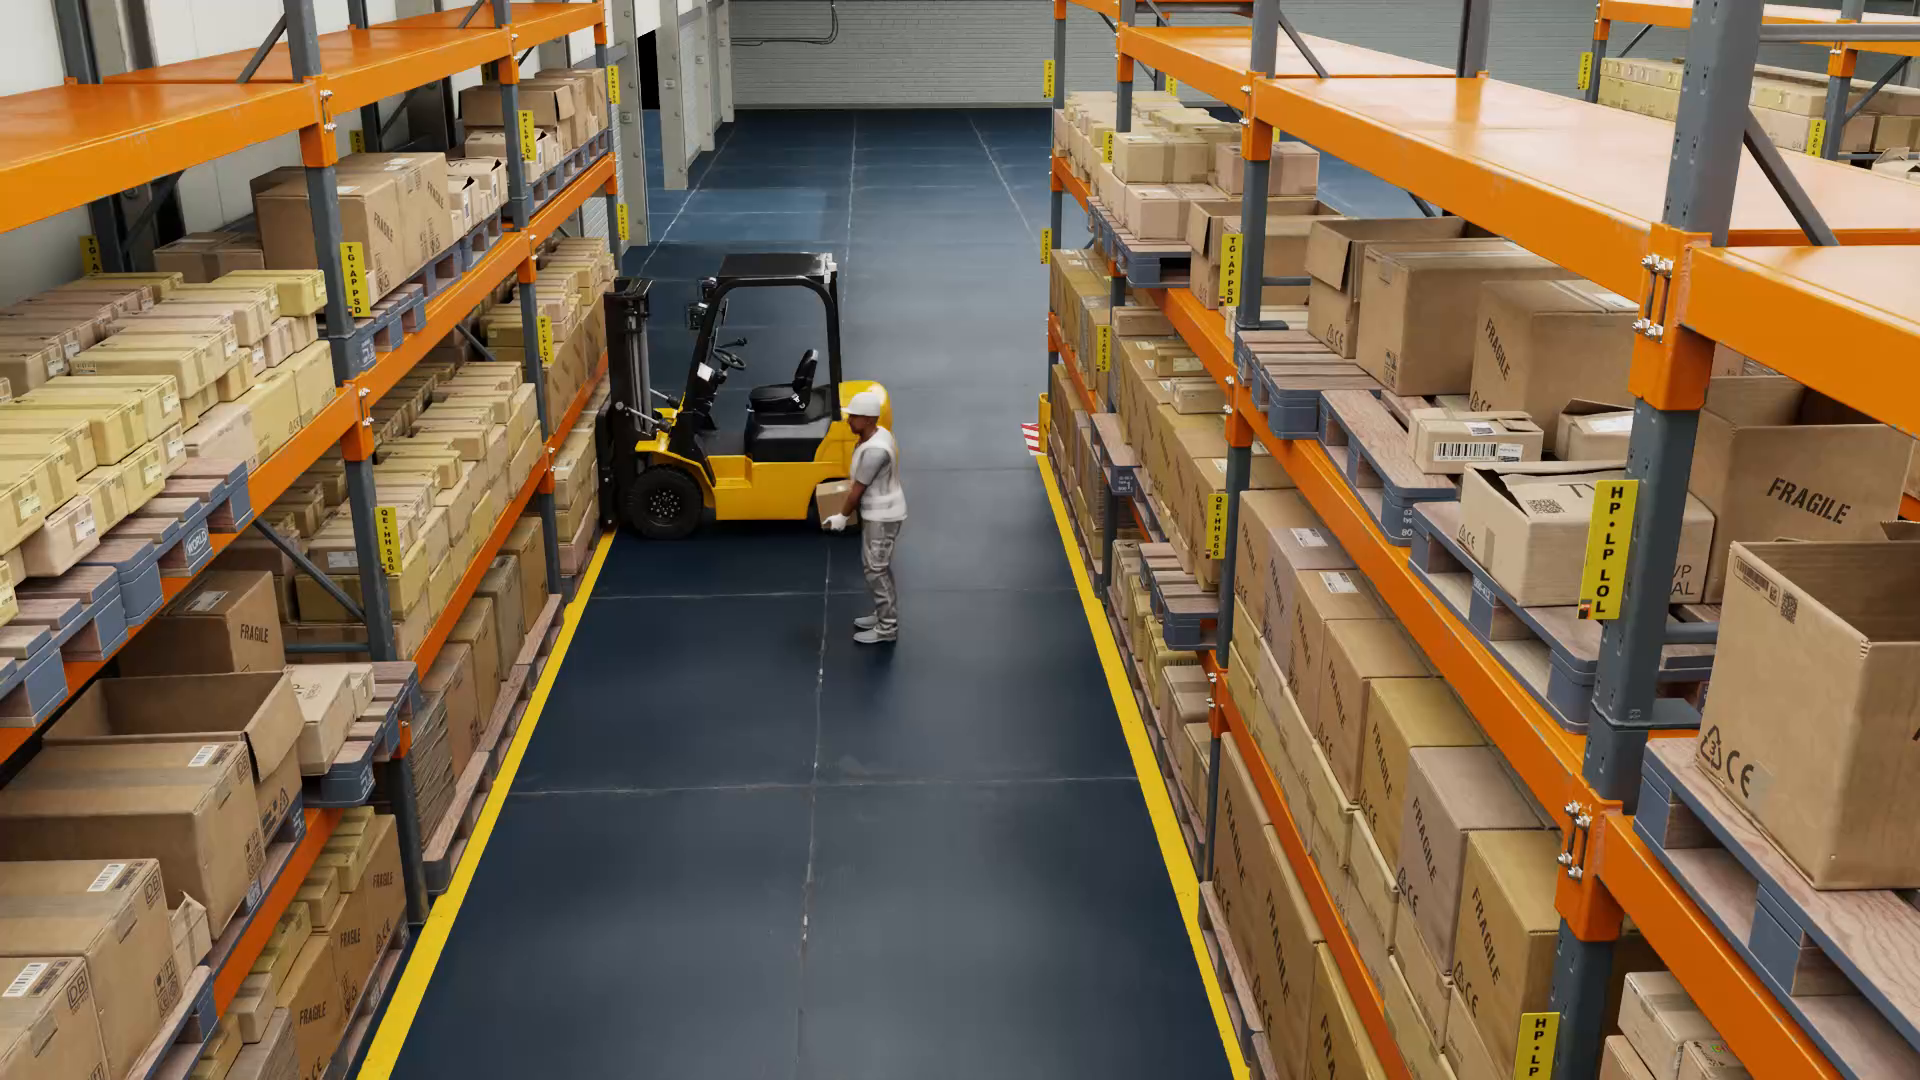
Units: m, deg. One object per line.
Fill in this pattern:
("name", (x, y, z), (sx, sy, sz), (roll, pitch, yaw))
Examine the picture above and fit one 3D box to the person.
("person", (-0.657, -0.161, 11.497), (0.588, 1.773, 0.492), (-1, 20, -4))
